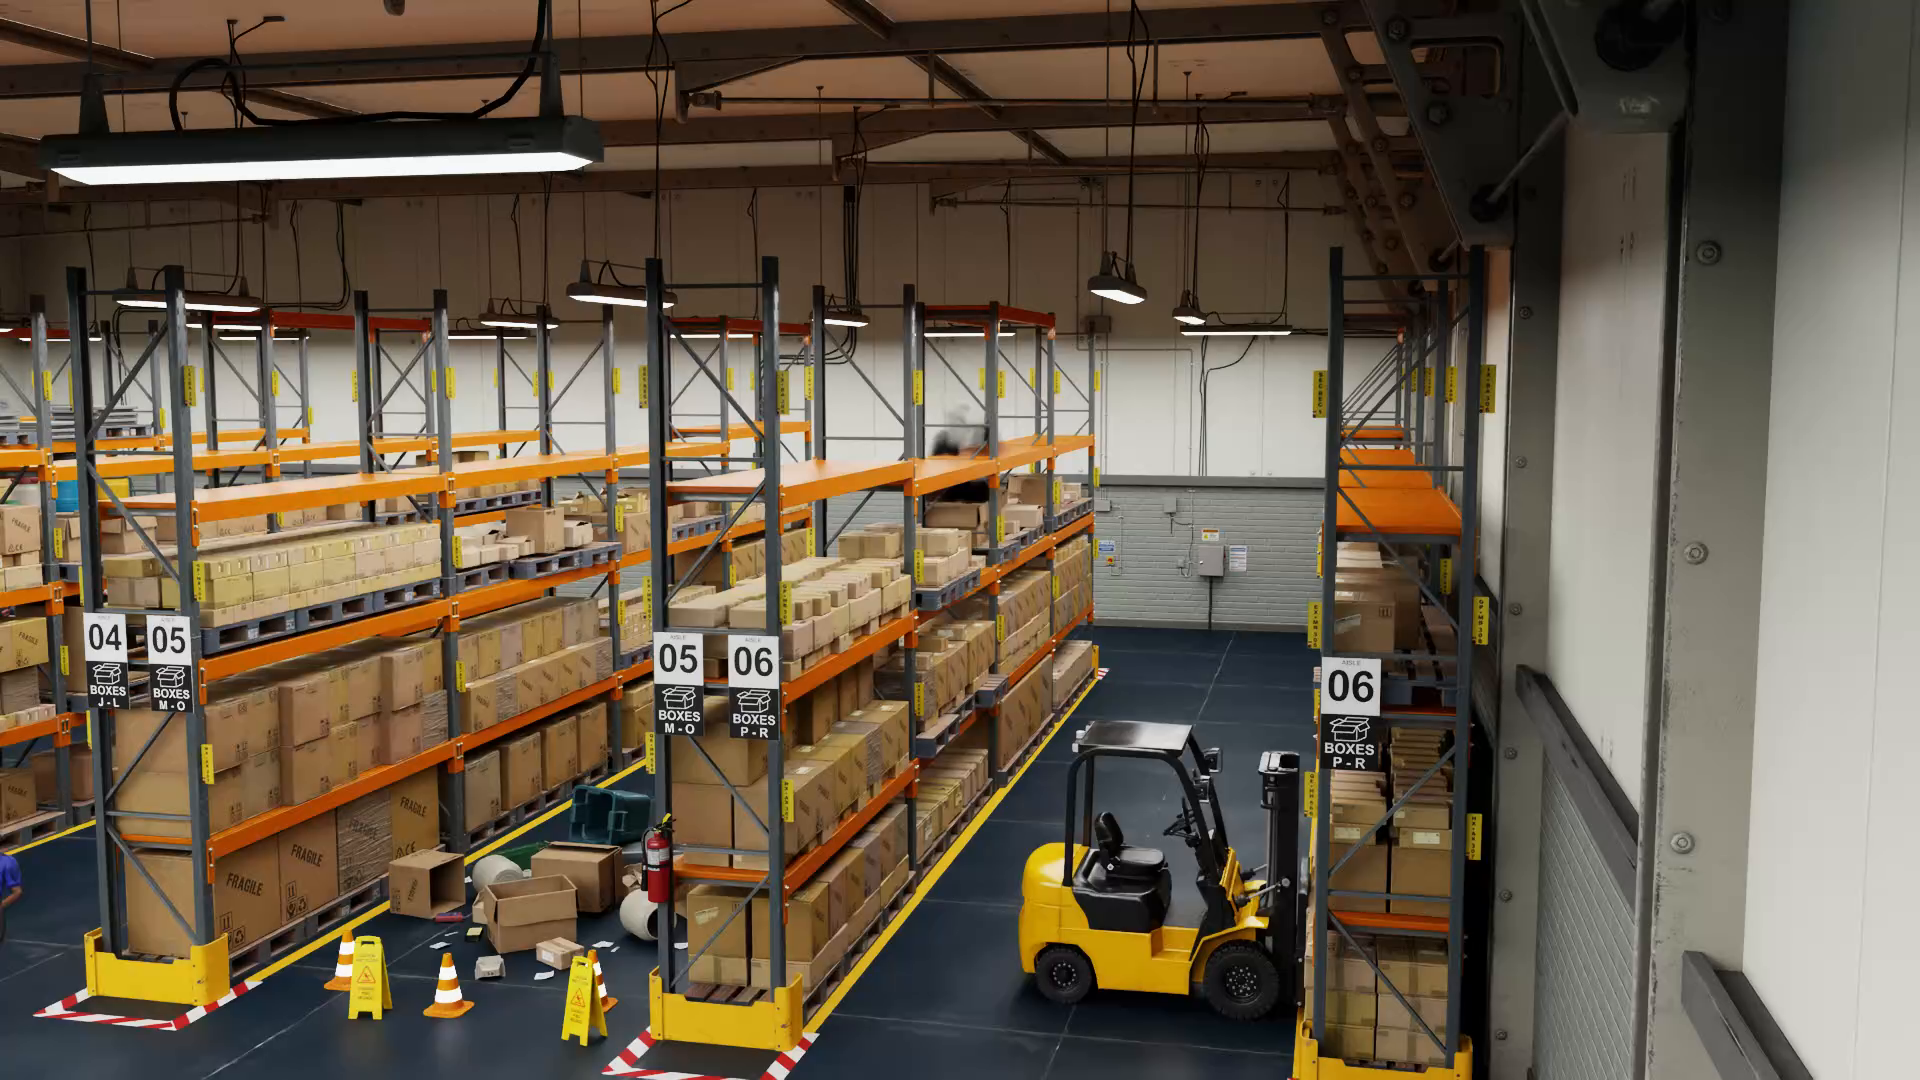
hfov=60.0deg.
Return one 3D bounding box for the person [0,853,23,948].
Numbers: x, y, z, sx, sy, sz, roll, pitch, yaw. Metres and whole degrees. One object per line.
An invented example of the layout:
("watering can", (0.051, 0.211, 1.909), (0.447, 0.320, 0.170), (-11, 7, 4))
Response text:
("person", (-7.707, 3.048, 13.101), (0.596, 1.610, 0.546), (-3, 7, -28))
